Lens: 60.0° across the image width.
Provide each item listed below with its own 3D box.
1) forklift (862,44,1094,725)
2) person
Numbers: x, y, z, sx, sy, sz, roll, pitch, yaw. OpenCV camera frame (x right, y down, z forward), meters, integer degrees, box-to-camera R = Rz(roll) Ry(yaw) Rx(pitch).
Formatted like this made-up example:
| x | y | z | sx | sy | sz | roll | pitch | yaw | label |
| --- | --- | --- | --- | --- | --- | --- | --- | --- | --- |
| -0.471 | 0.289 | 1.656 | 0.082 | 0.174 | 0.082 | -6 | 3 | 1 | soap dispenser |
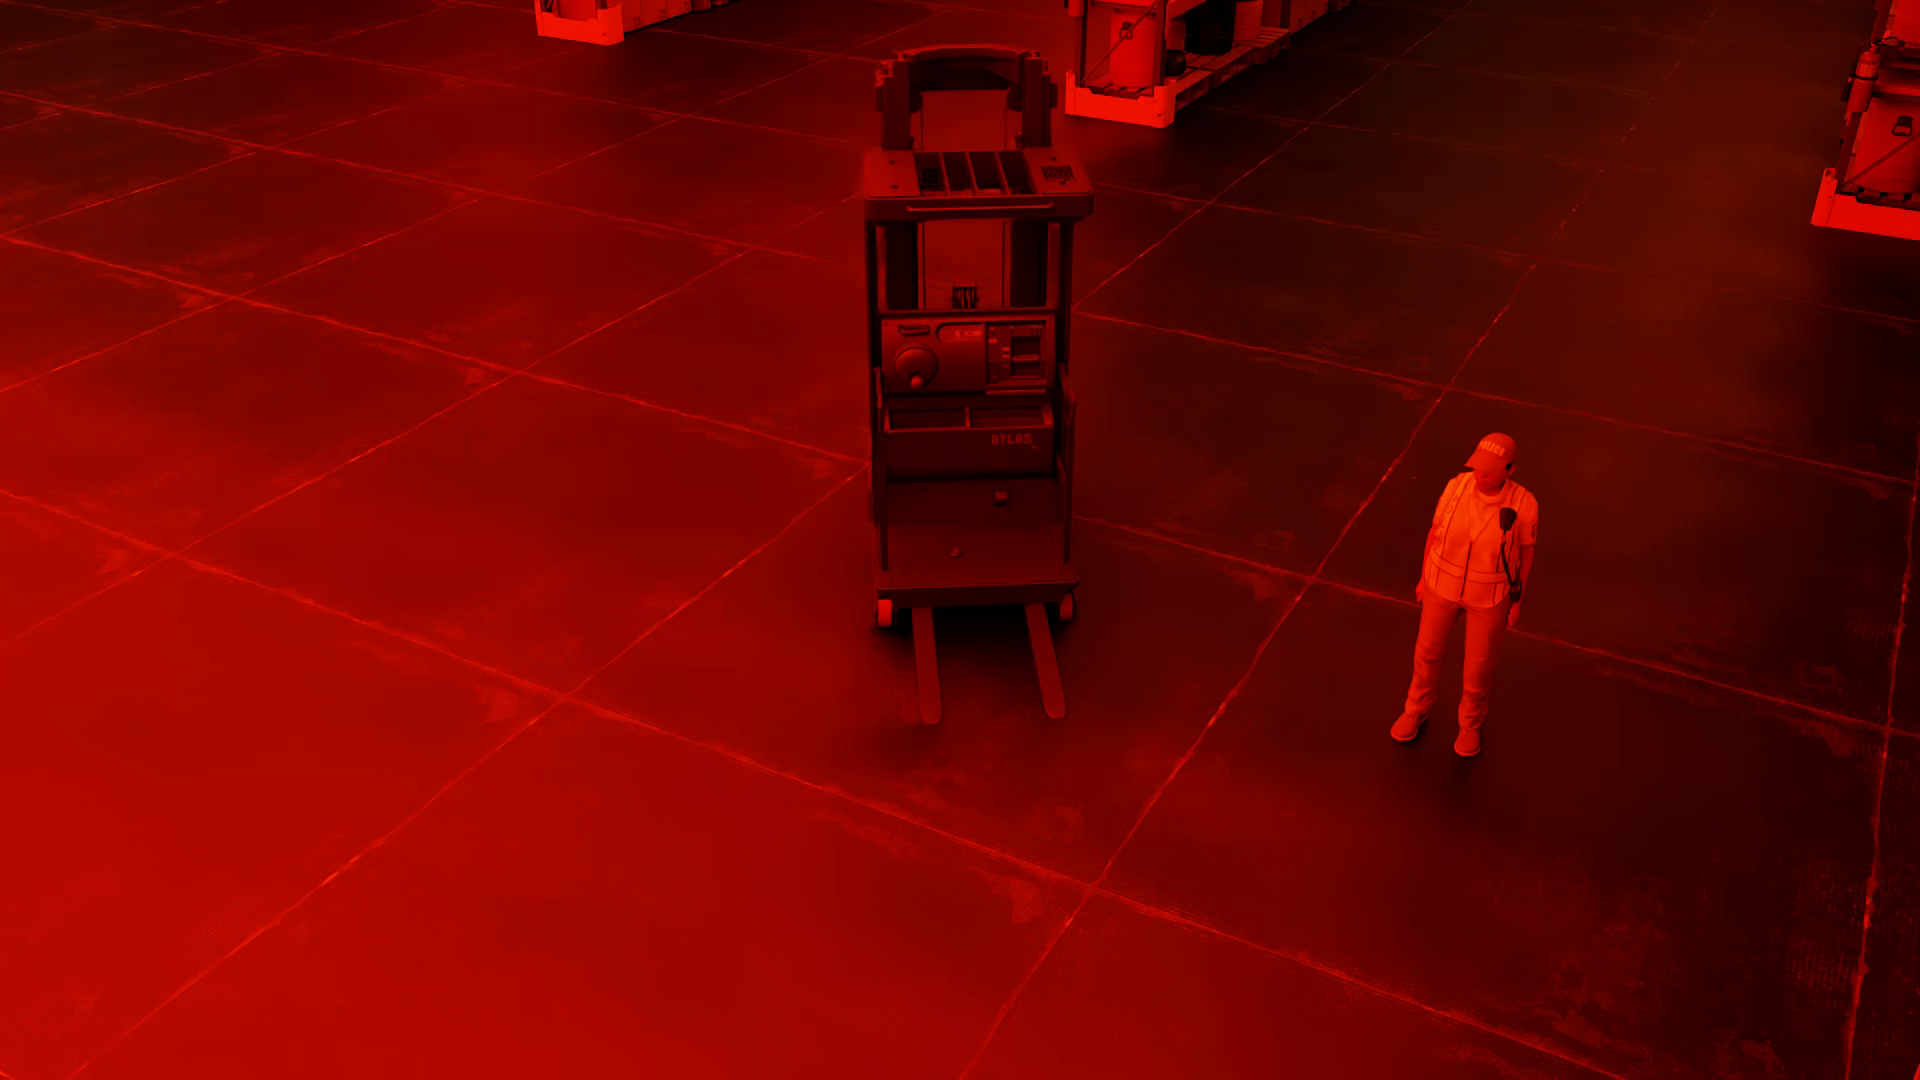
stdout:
| x | y | z | sx | sy | sz | roll | pitch | yaw | label |
| --- | --- | --- | --- | --- | --- | --- | --- | --- | --- |
| 0.064 | -0.955 | 8.725 | 1.130 | 2.935 | 3.031 | -2 | 30 | -3 | forklift |
| 2.421 | 0.250 | 7.910 | 0.499 | 1.668 | 0.389 | 15 | 33 | 25 | person |
